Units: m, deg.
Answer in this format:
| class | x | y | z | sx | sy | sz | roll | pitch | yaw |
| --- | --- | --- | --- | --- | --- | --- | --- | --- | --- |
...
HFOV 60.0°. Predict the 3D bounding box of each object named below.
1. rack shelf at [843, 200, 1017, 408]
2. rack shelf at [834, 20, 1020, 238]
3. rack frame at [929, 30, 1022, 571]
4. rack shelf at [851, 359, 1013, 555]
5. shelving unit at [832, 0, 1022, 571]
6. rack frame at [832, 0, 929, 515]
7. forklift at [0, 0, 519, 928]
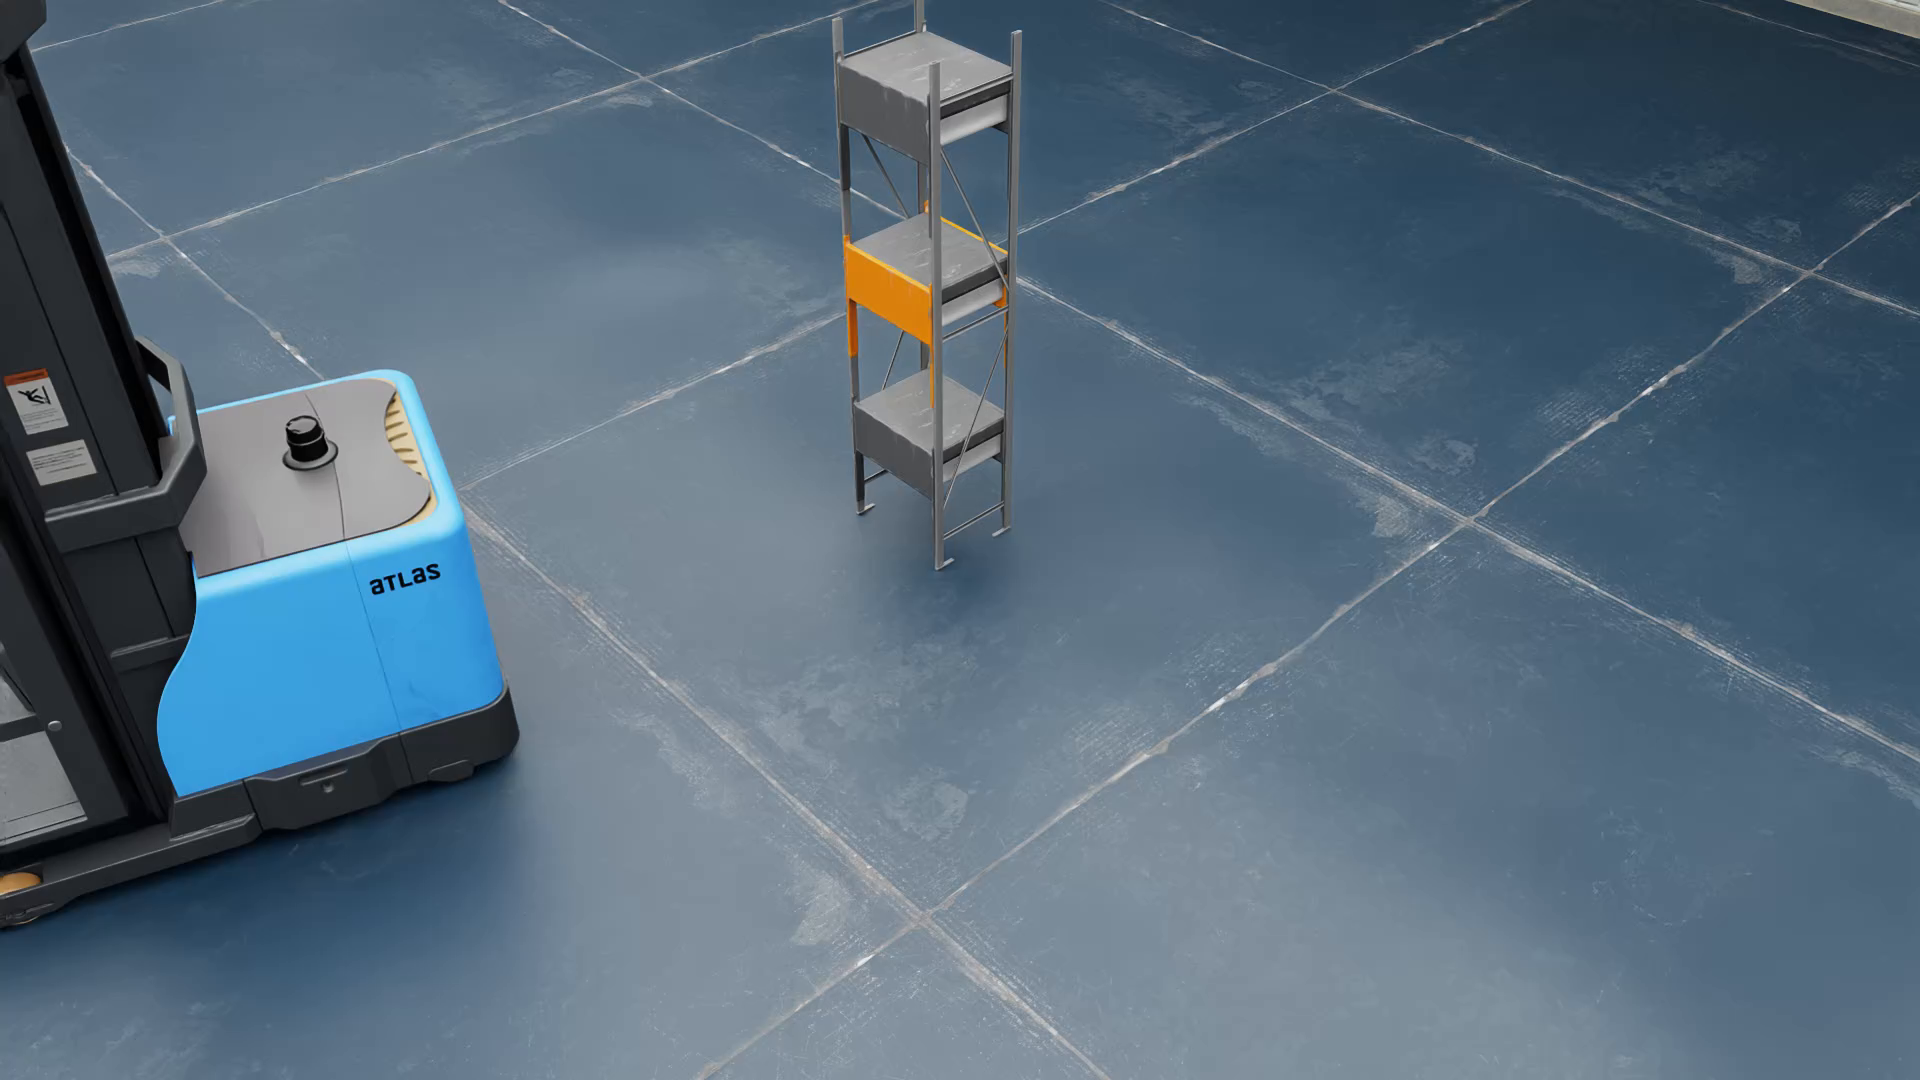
| class | x | y | z | sx | sy | sz | roll | pitch | yaw |
| --- | --- | --- | --- | --- | --- | --- | --- | --- | --- |
| rack shelf | -0.112 | -0.883 | 6.194 | 0.431 | 0.518 | 0.480 | -30 | 48 | -32 |
| rack shelf | -0.112 | -1.427 | 5.754 | 0.431 | 0.518 | 0.480 | -30 | 48 | -32 |
| rack frame | 0.053 | -0.781 | 6.045 | 0.400 | 2.100 | 0.015 | -30 | 48 | -32 |
| rack shelf | -0.112 | -0.338 | 6.634 | 0.431 | 0.518 | 0.480 | -30 | 48 | -32 |
| shelving unit | -0.112 | -0.893 | 6.185 | 0.431 | 2.100 | 0.503 | -30 | 48 | -32 |
| rack frame | -0.277 | -1.006 | 6.325 | 0.400 | 2.100 | 0.015 | -30 | 48 | -32 |
| forklift | -3.093 | -0.257 | 4.735 | 3.031 | 2.935 | 1.130 | -16 | 42 | -19 |
